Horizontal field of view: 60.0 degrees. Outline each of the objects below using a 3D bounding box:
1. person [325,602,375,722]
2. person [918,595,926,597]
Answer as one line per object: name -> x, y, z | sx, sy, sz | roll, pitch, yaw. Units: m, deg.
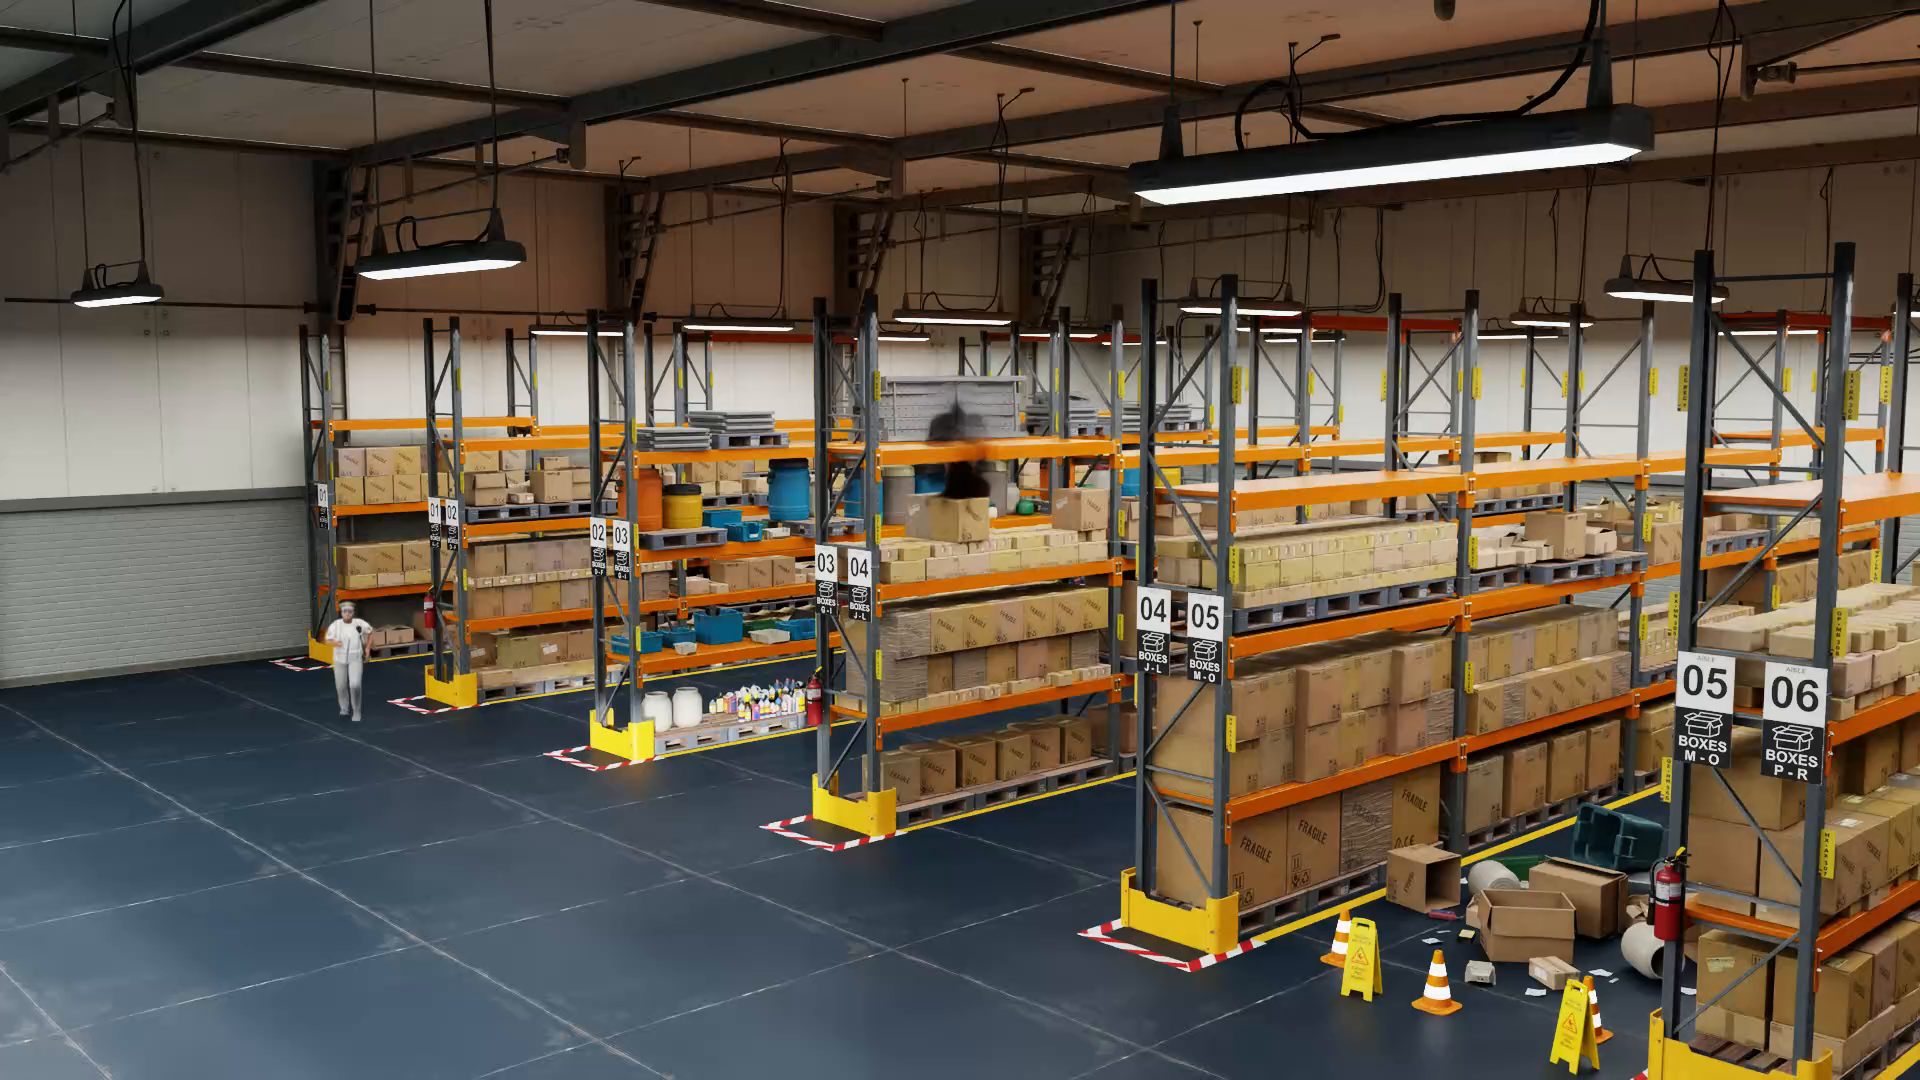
person -> -9.055, 1.810, 24.672 | 0.670, 1.821, 0.753 | -1, 6, -13
person -> -0.909, 1.403, 29.125 | 0.600, 1.645, 0.612 | 5, 8, 42
